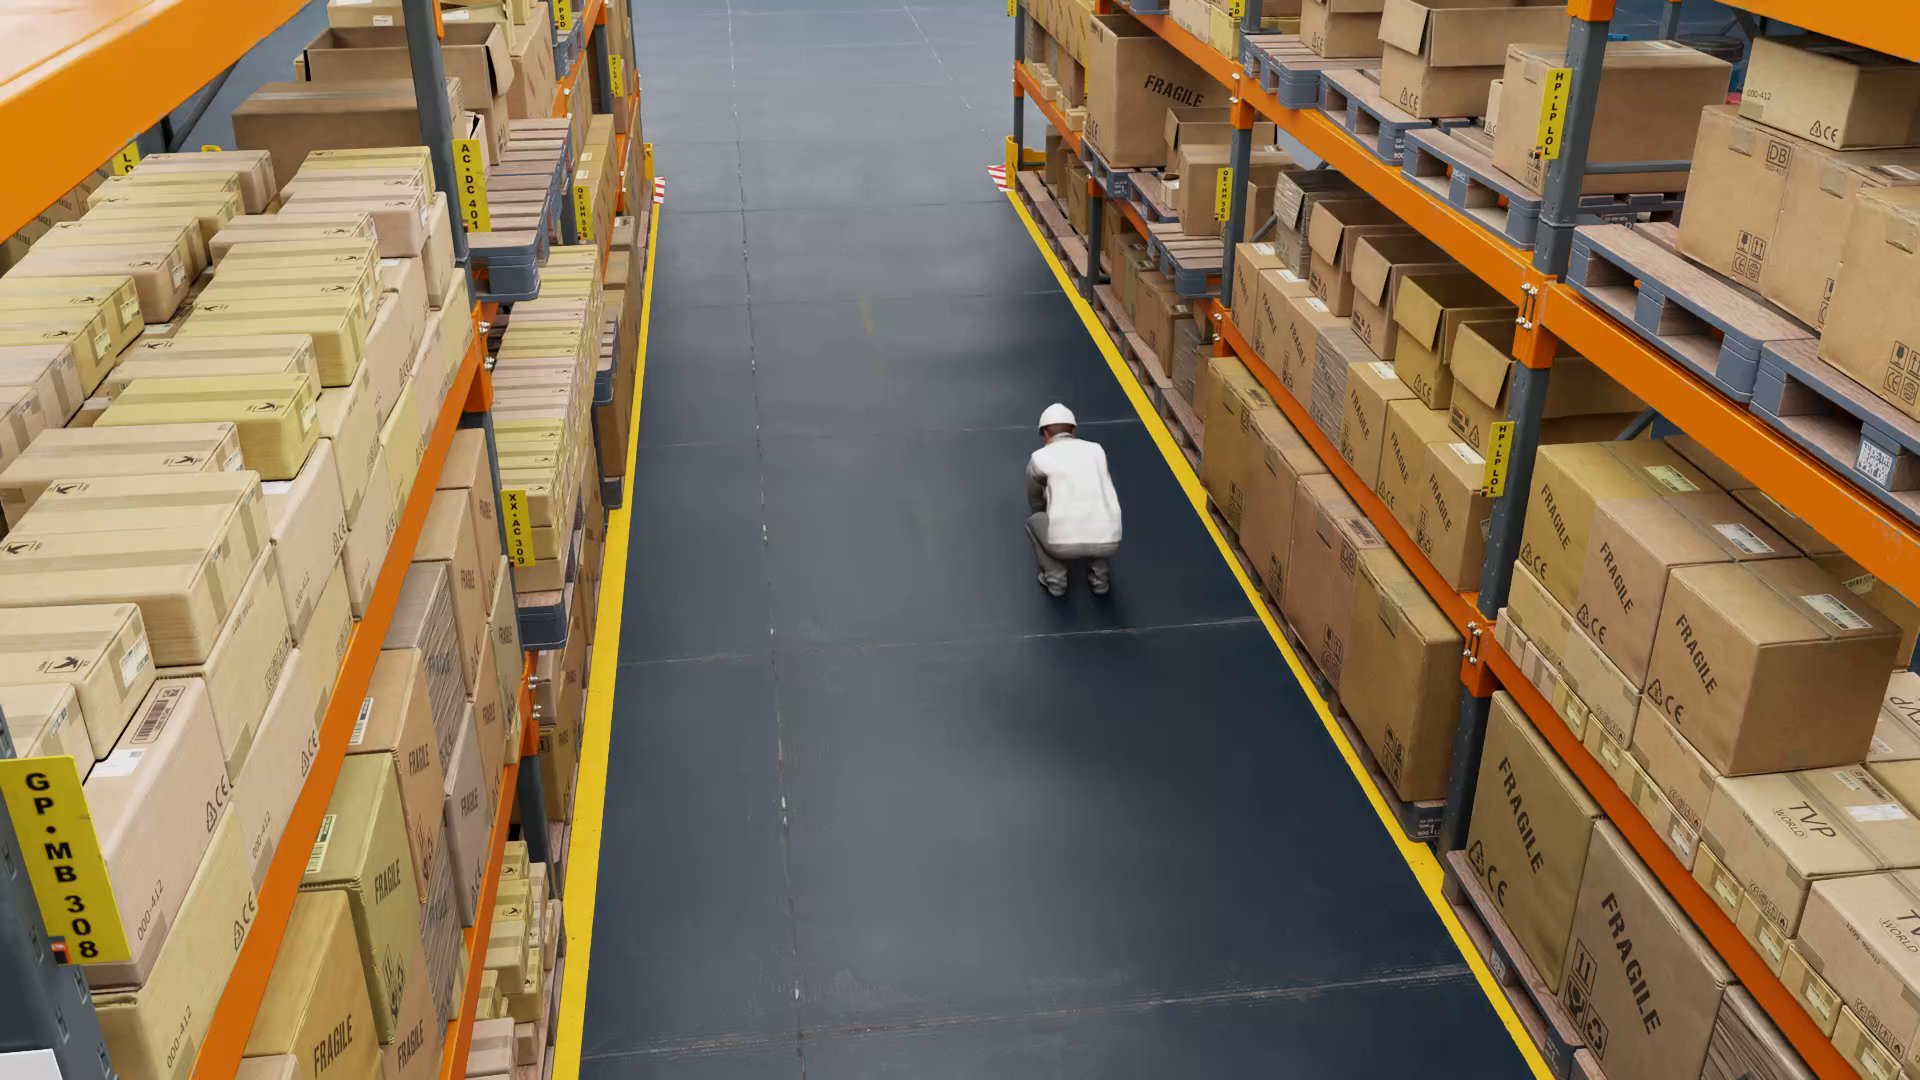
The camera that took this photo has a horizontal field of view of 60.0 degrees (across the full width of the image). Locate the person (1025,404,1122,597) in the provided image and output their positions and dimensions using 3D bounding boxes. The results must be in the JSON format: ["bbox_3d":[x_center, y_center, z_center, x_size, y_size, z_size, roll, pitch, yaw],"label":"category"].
[{"bbox_3d":[0.668,-0.235,9.904,0.529,1.011,0.862,-4,27,-7],"label":"person"}]
